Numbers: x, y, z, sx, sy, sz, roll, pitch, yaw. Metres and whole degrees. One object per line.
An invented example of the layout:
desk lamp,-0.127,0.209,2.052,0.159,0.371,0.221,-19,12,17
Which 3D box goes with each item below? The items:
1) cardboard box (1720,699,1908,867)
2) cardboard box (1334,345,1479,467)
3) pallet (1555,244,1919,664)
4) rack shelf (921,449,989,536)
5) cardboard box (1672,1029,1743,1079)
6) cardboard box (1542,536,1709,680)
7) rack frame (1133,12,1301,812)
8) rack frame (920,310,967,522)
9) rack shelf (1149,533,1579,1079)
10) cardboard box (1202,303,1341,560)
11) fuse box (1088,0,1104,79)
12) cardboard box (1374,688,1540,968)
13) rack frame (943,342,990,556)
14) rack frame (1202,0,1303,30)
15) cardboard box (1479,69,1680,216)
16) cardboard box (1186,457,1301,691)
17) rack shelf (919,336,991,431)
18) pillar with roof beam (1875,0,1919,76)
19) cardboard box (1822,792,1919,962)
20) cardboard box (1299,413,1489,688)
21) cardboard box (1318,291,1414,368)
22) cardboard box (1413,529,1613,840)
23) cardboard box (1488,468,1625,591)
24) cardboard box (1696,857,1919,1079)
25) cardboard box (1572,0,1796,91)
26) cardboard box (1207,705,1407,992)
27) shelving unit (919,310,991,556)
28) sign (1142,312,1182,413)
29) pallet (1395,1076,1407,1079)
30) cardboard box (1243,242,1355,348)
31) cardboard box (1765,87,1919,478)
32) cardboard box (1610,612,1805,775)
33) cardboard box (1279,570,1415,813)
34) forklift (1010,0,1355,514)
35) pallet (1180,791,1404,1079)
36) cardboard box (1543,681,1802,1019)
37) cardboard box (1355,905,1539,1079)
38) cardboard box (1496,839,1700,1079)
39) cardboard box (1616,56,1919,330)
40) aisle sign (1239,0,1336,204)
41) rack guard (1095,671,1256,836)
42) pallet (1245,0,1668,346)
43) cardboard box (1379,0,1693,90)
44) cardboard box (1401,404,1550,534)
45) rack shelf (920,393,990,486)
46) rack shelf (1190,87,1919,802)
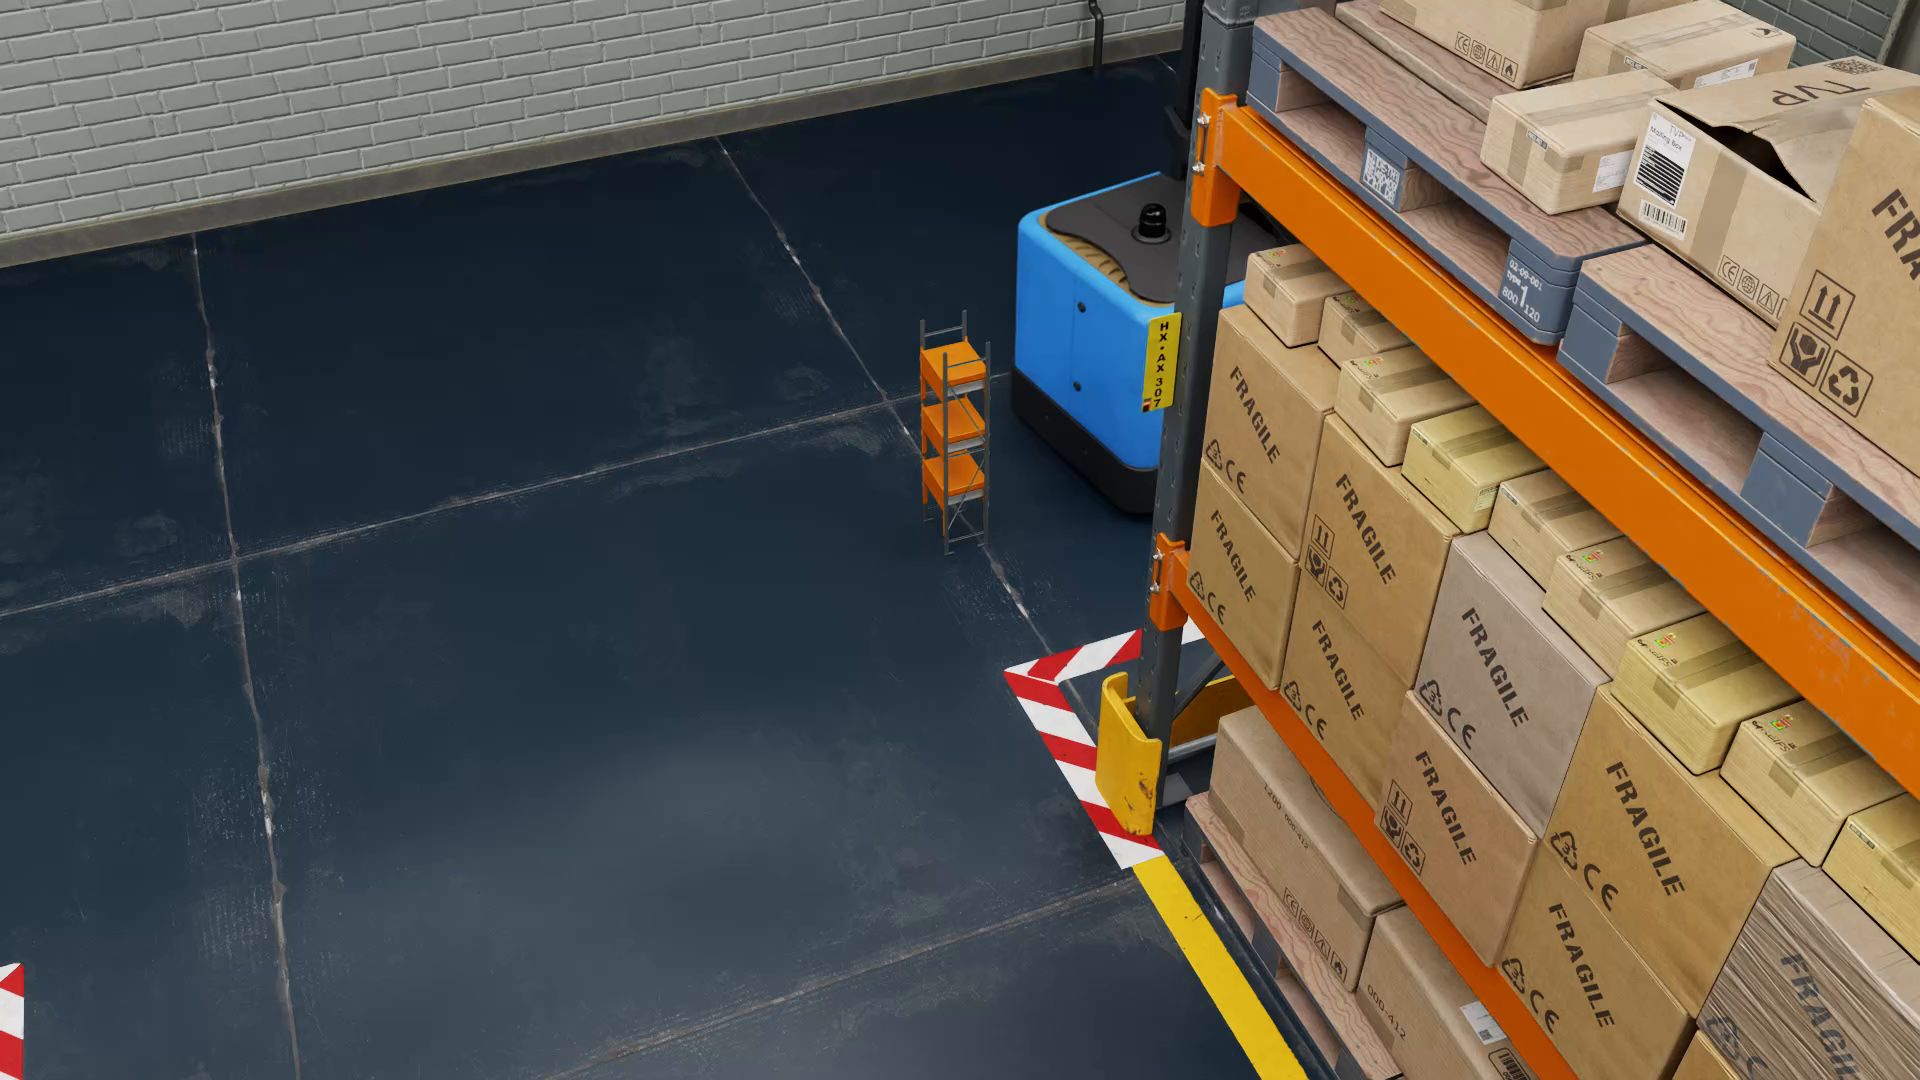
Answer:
cardboard box,1.678,0.422,3.118,0.380,0.149,0.250,-15,43,-17
cardboard box,1.138,-0.344,4.008,0.380,0.149,0.250,-14,43,-16
pallet,1.862,-0.212,2.964,1.003,0.211,1.213,-15,43,-17
rack shelf,-0.020,-0.212,7.133,0.215,0.259,0.240,-15,43,-17
cardboard box,1.807,1.259,3.408,0.500,0.500,0.500,-16,43,-17
cardboard box,1.461,0.116,3.473,0.380,0.149,0.250,-15,43,-16
rack frame,1.098,-0.289,5.285,1.000,3.000,0.127,-15,43,-17
rack frame,-0.067,-0.504,7.031,0.200,1.050,0.008,-15,43,-17
rack shelf,1.864,1.189,4.119,1.077,0.370,4.000,-15,43,-17
cardboard box,1.019,-0.346,4.508,0.500,0.500,0.500,-16,43,-18
fuse box,0.916,-3.627,10.156,0.539,1.711,0.414,-15,43,-17
cardboard box,1.414,0.643,4.125,0.500,0.500,0.500,-15,43,-17
rack frame,0.026,-0.357,6.860,0.200,1.050,0.008,-15,43,-17
rack frame,1.098,-2.563,3.329,1.000,3.000,0.127,-15,43,-17
cardboard box,1.302,-0.815,3.391,0.380,0.149,0.250,-14,43,-15
cardboard box,1.017,0.034,4.833,0.500,0.500,0.500,-15,43,-17
rack shelf,-0.020,-0.637,6.767,0.215,0.259,0.240,-15,43,-17
pillar with roof beam,1.507,-4.579,5.673,9.100,9.000,0.400,-15,43,-17
cardboard box,1.786,0.566,2.950,0.380,0.149,0.250,-16,43,-18
cardboard box,1.223,-0.036,4.148,0.500,0.500,0.500,-16,43,-18
cardboard box,1.144,-0.529,4.223,0.380,0.149,0.250,-14,43,-16
cardboard box,1.427,0.272,3.790,0.500,0.500,0.500,-15,43,-17
cardboard box,1.405,-0.044,3.660,0.380,0.149,0.250,-15,43,-16
cardboard box,1.803,0.876,3.087,0.500,0.500,0.500,-15,43,-16
cardboard box,1.588,-1.047,3.660,0.380,0.149,0.250,-18,44,-20
cardboard box,1.443,0.896,5.550,0.875,0.438,0.875,-17,43,-18
shelving unit,-0.020,-0.430,6.945,0.215,1.050,0.252,-15,43,-17
sign,0.583,-0.512,4.820,0.100,0.325,0.005,-15,43,-17
pallet,1.939,1.964,4.804,1.003,0.211,1.213,-15,43,-17
cardboard box,0.978,-0.669,4.386,0.380,0.149,0.250,-14,43,-16
cardboard box,1.731,-0.409,2.649,0.500,0.500,0.500,-14,43,-16
cardboard box,1.533,0.276,3.288,0.380,0.149,0.250,-16,43,-18
cardboard box,1.236,0.332,4.487,0.500,0.500,0.500,-16,43,-17
forklift,1.762,-1.956,7.276,3.031,2.935,1.130,-22,45,-24
pallet,1.477,1.231,5.657,1.003,0.211,1.213,-15,43,-17
cardboard box,1.619,0.572,3.440,0.500,0.500,0.500,-15,43,-17
cardboard box,1.801,1.445,4.912,0.875,0.438,0.875,-14,43,-16
cardboard box,1.621,0.940,3.779,0.500,0.500,0.500,-14,43,-15
cardboard box,1.625,-0.675,3.104,0.500,0.311,0.500,-14,43,-16
aisle sign,0.803,-1.245,4.404,0.394,0.787,0.004,-15,43,-17
rack guard,1.089,0.645,6.117,1.175,0.500,0.348,-15,43,-17
pallet,1.392,-0.948,3.819,1.003,0.211,1.213,-15,43,-17
cardboard box,1.354,-1.318,3.897,0.500,0.250,0.500,-19,44,-21
cardboard box,1.255,-0.190,3.829,0.380,0.149,0.250,-16,43,-18
rack shelf,-0.020,-0.422,6.952,0.215,0.259,0.240,-15,43,-17
rack shelf,1.864,0.051,3.141,1.077,0.370,4.000,-15,43,-17
